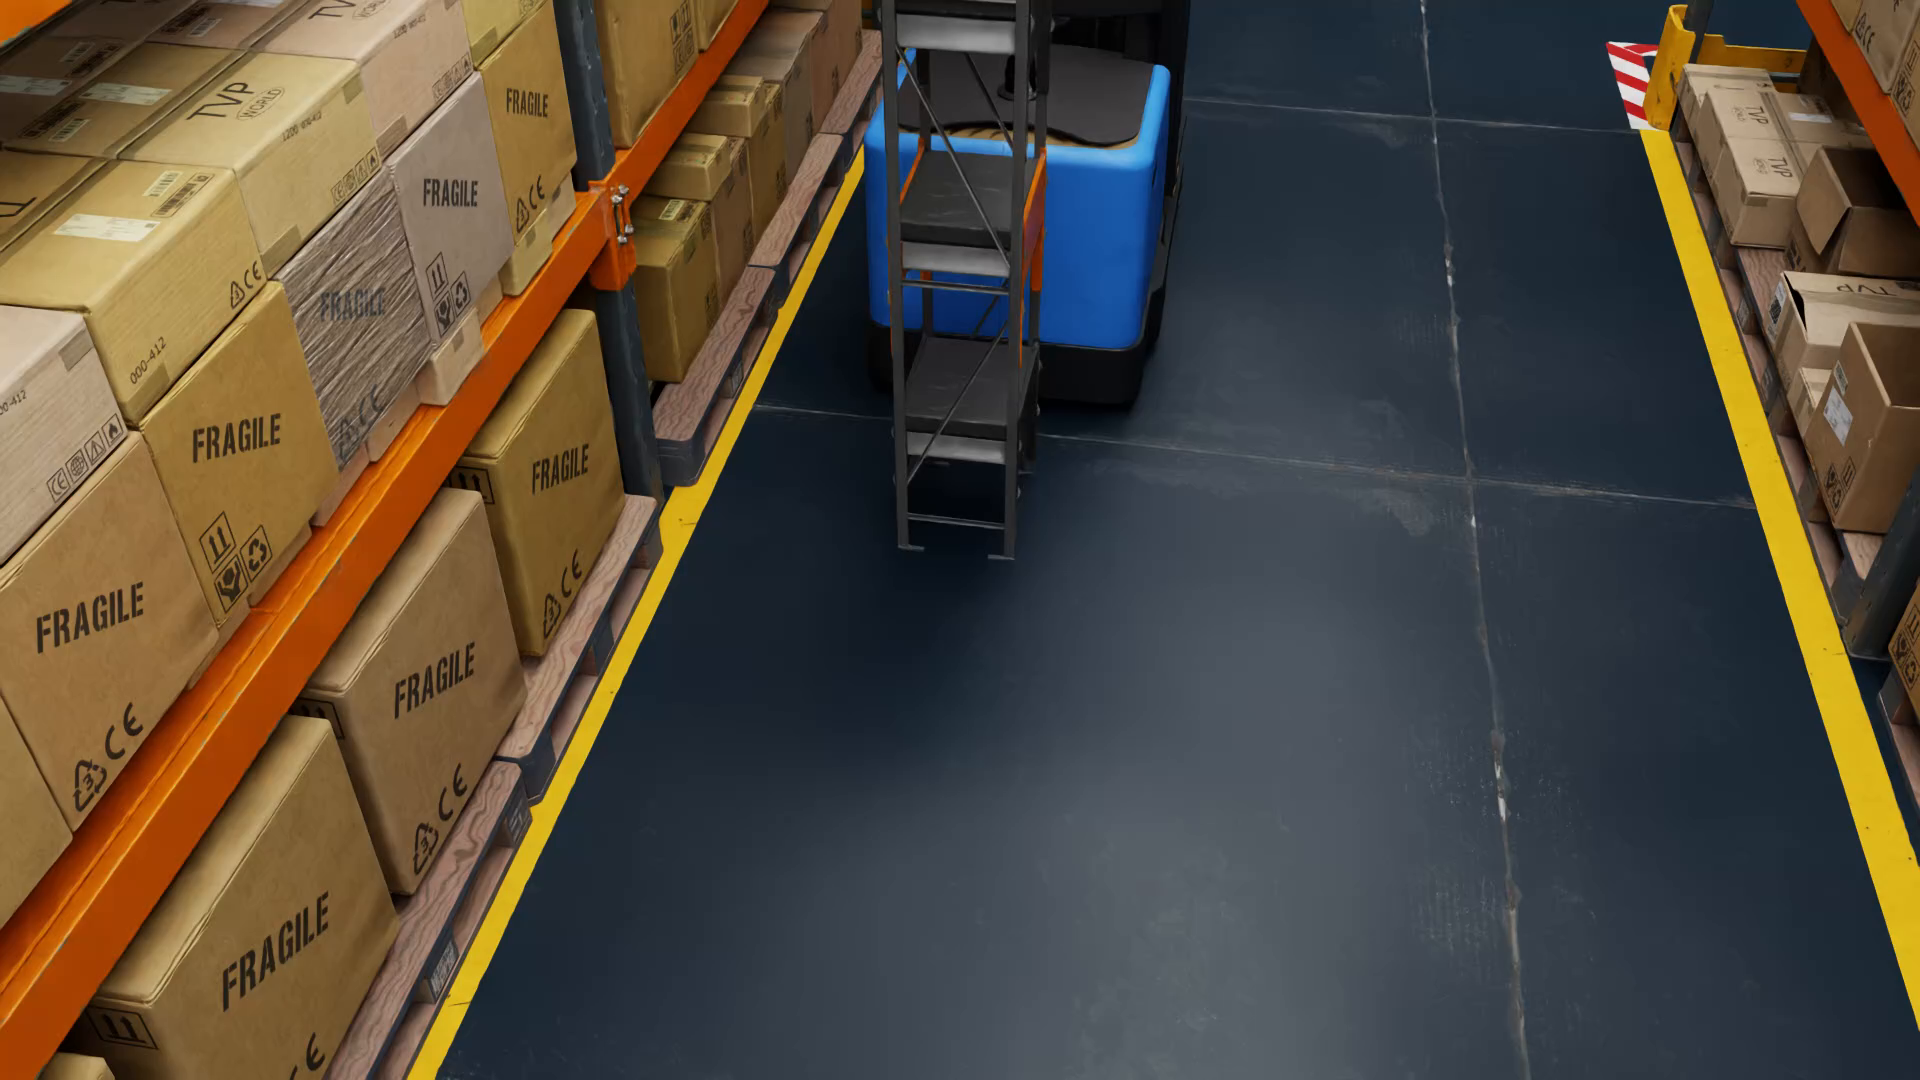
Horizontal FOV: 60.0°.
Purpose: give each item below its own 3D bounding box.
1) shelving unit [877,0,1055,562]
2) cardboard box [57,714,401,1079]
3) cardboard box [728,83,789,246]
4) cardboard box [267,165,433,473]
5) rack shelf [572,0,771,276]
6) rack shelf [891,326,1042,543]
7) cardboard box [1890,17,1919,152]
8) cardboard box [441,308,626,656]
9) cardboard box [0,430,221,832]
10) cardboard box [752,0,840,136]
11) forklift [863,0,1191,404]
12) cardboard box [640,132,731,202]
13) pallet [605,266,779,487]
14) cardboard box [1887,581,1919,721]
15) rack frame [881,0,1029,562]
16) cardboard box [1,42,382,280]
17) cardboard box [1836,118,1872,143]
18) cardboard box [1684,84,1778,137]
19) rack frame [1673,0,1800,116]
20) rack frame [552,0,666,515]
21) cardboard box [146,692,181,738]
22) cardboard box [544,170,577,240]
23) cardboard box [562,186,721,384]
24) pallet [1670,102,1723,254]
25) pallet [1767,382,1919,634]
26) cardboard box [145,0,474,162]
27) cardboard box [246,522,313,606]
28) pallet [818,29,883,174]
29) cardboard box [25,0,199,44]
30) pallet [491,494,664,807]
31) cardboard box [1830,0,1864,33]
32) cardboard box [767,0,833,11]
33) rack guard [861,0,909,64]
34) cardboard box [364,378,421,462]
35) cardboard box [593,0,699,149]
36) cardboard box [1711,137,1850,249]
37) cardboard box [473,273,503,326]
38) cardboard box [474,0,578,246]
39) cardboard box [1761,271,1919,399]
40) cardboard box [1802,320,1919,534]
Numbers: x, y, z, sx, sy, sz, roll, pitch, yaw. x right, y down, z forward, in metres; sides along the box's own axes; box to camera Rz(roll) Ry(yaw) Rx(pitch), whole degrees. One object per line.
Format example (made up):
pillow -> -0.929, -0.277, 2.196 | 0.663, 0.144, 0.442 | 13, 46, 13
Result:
shelving unit -> 0.029, -0.913, 5.207 | 0.431, 2.100, 0.503 | 6, 40, 8
cardboard box -> -1.827, 0.877, 3.693 | 0.750, 0.750, 0.750 | 6, 40, 7
cardboard box -> -1.137, -1.598, 6.961 | 0.700, 0.500, 0.500 | 7, 40, 9
cardboard box -> -1.554, -0.512, 3.688 | 0.500, 0.500, 0.500 | 6, 40, 8
rack shelf -> -1.203, -2.282, 6.721 | 1.077, 0.370, 4.000 | 6, 40, 8
rack shelf -> 0.029, -0.363, 5.661 | 0.431, 0.518, 0.480 | 6, 40, 8
cardboard box -> 3.252, -1.465, 5.089 | 0.500, 0.500, 0.500 | 7, 40, 9
cardboard box -> -1.533, -0.215, 5.014 | 0.750, 0.750, 0.750 | 7, 40, 8
cardboard box -> -1.718, 0.129, 2.912 | 0.500, 0.500, 0.500 | 6, 40, 7
cardboard box -> -0.966, -2.249, 7.748 | 0.700, 0.500, 0.500 | 6, 40, 8
forklift -> 0.416, -2.582, 6.572 | 1.130, 2.935, 3.031 | 7, 40, 8
cardboard box -> -1.080, -1.406, 6.219 | 0.380, 0.149, 0.250 | 8, 40, 9
pallet -> -1.340, -0.698, 6.429 | 1.003, 0.211, 1.213 | 6, 40, 8
cardboard box -> 3.007, 0.310, 4.637 | 0.500, 0.500, 0.500 | 5, 40, 6
rack frame -> -0.014, -0.760, 5.021 | 0.400, 2.100, 0.015 | 6, 40, 8
cardboard box -> -1.564, -0.793, 3.439 | 0.500, 0.250, 0.500 | 7, 40, 9
cardboard box -> 4.013, -1.736, 7.374 | 0.380, 0.166, 0.250 | 6, 40, 8
cardboard box -> 3.569, -1.967, 7.653 | 0.380, 0.166, 0.250 | 6, 40, 8
rack frame -> 4.023, -3.271, 7.352 | 1.000, 3.000, 0.127 | 6, 40, 8
rack frame -> -1.549, -1.304, 4.974 | 1.000, 3.000, 0.127 | 6, 40, 8
cardboard box -> -1.761, 0.303, 3.210 | 0.380, 0.149, 0.250 | 7, 40, 8
cardboard box -> -1.329, -0.972, 4.753 | 0.380, 0.149, 0.250 | 7, 40, 8
cardboard box -> -1.319, -0.961, 6.190 | 0.700, 0.500, 0.500 | 7, 40, 8
pallet -> 3.873, -1.648, 7.578 | 1.003, 0.211, 1.213 | 6, 40, 8
pallet -> 3.450, -0.117, 5.726 | 1.003, 0.211, 1.213 | 6, 40, 8
cardboard box -> -1.476, -1.113, 3.826 | 0.500, 0.250, 0.500 | 7, 40, 9
cardboard box -> -1.649, -0.014, 3.594 | 0.380, 0.149, 0.250 | 8, 40, 9
pallet -> -0.918, -2.230, 8.281 | 1.003, 0.211, 1.213 | 6, 40, 8
cardboard box -> -1.969, -1.165, 3.889 | 0.500, 0.250, 0.500 | 7, 40, 8
pallet -> -1.608, 0.263, 5.266 | 1.003, 0.211, 1.213 | 6, 40, 8
cardboard box -> 3.424, -2.107, 5.866 | 0.500, 0.500, 0.500 | 7, 40, 8
cardboard box -> -0.766, -2.552, 7.605 | 0.380, 0.149, 0.250 | 7, 40, 9
rack guard -> -0.853, -2.866, 8.825 | 1.175, 0.500, 0.348 | 6, 40, 8
cardboard box -> -1.534, -0.335, 3.983 | 0.380, 0.149, 0.250 | 6, 40, 8
cardboard box -> -1.439, -1.759, 5.288 | 0.980, 0.700, 0.700 | 7, 40, 8
cardboard box -> 3.476, -1.443, 6.954 | 0.500, 0.250, 0.500 | 6, 40, 8
cardboard box -> -1.438, -0.653, 4.368 | 0.380, 0.149, 0.250 | 8, 40, 9
cardboard box -> -1.381, -1.148, 4.457 | 0.500, 0.500, 0.500 | 6, 40, 7
cardboard box -> 3.280, -0.753, 6.072 | 0.500, 0.311, 0.500 | 6, 40, 8
cardboard box -> 3.150, -0.356, 5.442 | 0.500, 0.500, 0.500 | 6, 40, 8
